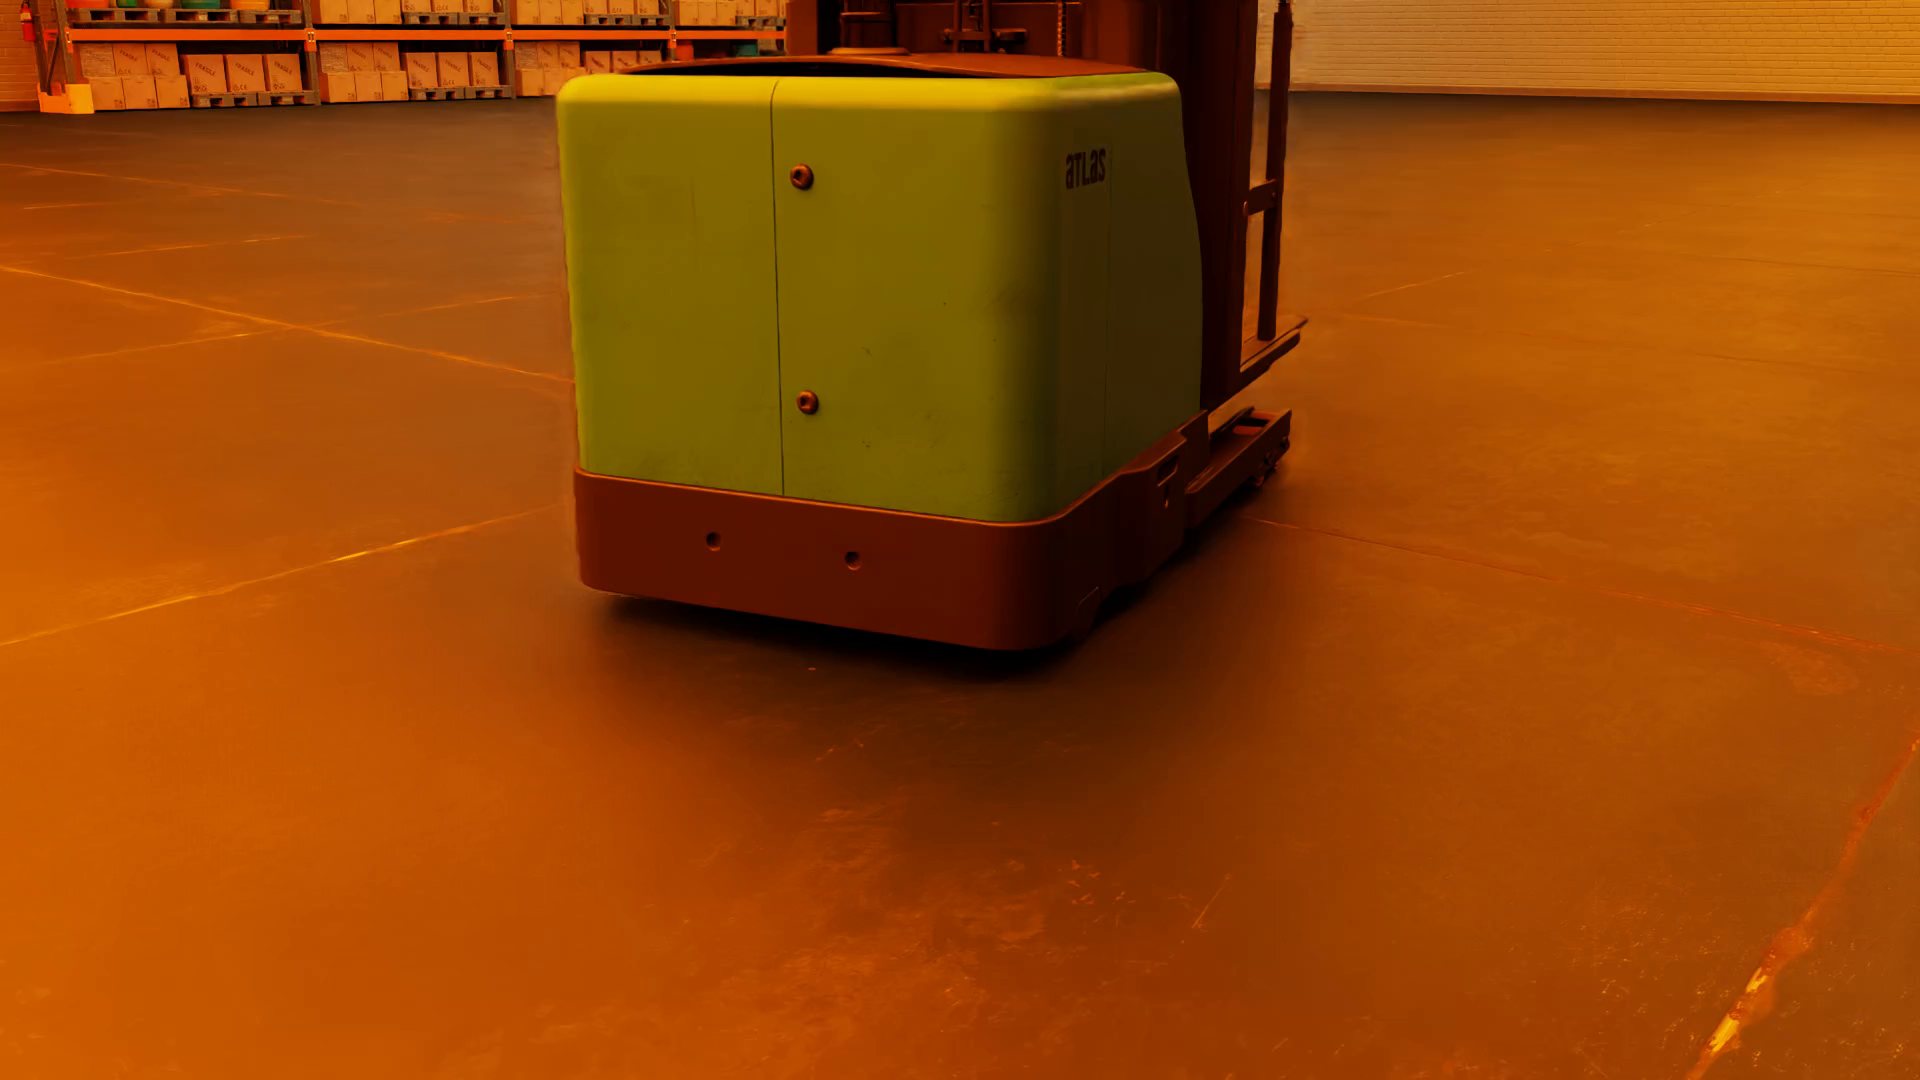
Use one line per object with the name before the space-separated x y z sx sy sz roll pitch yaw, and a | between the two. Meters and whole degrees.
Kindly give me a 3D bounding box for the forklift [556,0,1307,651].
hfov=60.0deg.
forklift | 0.267 -1.585 4.118 1.130 2.935 3.031 7 18 22
